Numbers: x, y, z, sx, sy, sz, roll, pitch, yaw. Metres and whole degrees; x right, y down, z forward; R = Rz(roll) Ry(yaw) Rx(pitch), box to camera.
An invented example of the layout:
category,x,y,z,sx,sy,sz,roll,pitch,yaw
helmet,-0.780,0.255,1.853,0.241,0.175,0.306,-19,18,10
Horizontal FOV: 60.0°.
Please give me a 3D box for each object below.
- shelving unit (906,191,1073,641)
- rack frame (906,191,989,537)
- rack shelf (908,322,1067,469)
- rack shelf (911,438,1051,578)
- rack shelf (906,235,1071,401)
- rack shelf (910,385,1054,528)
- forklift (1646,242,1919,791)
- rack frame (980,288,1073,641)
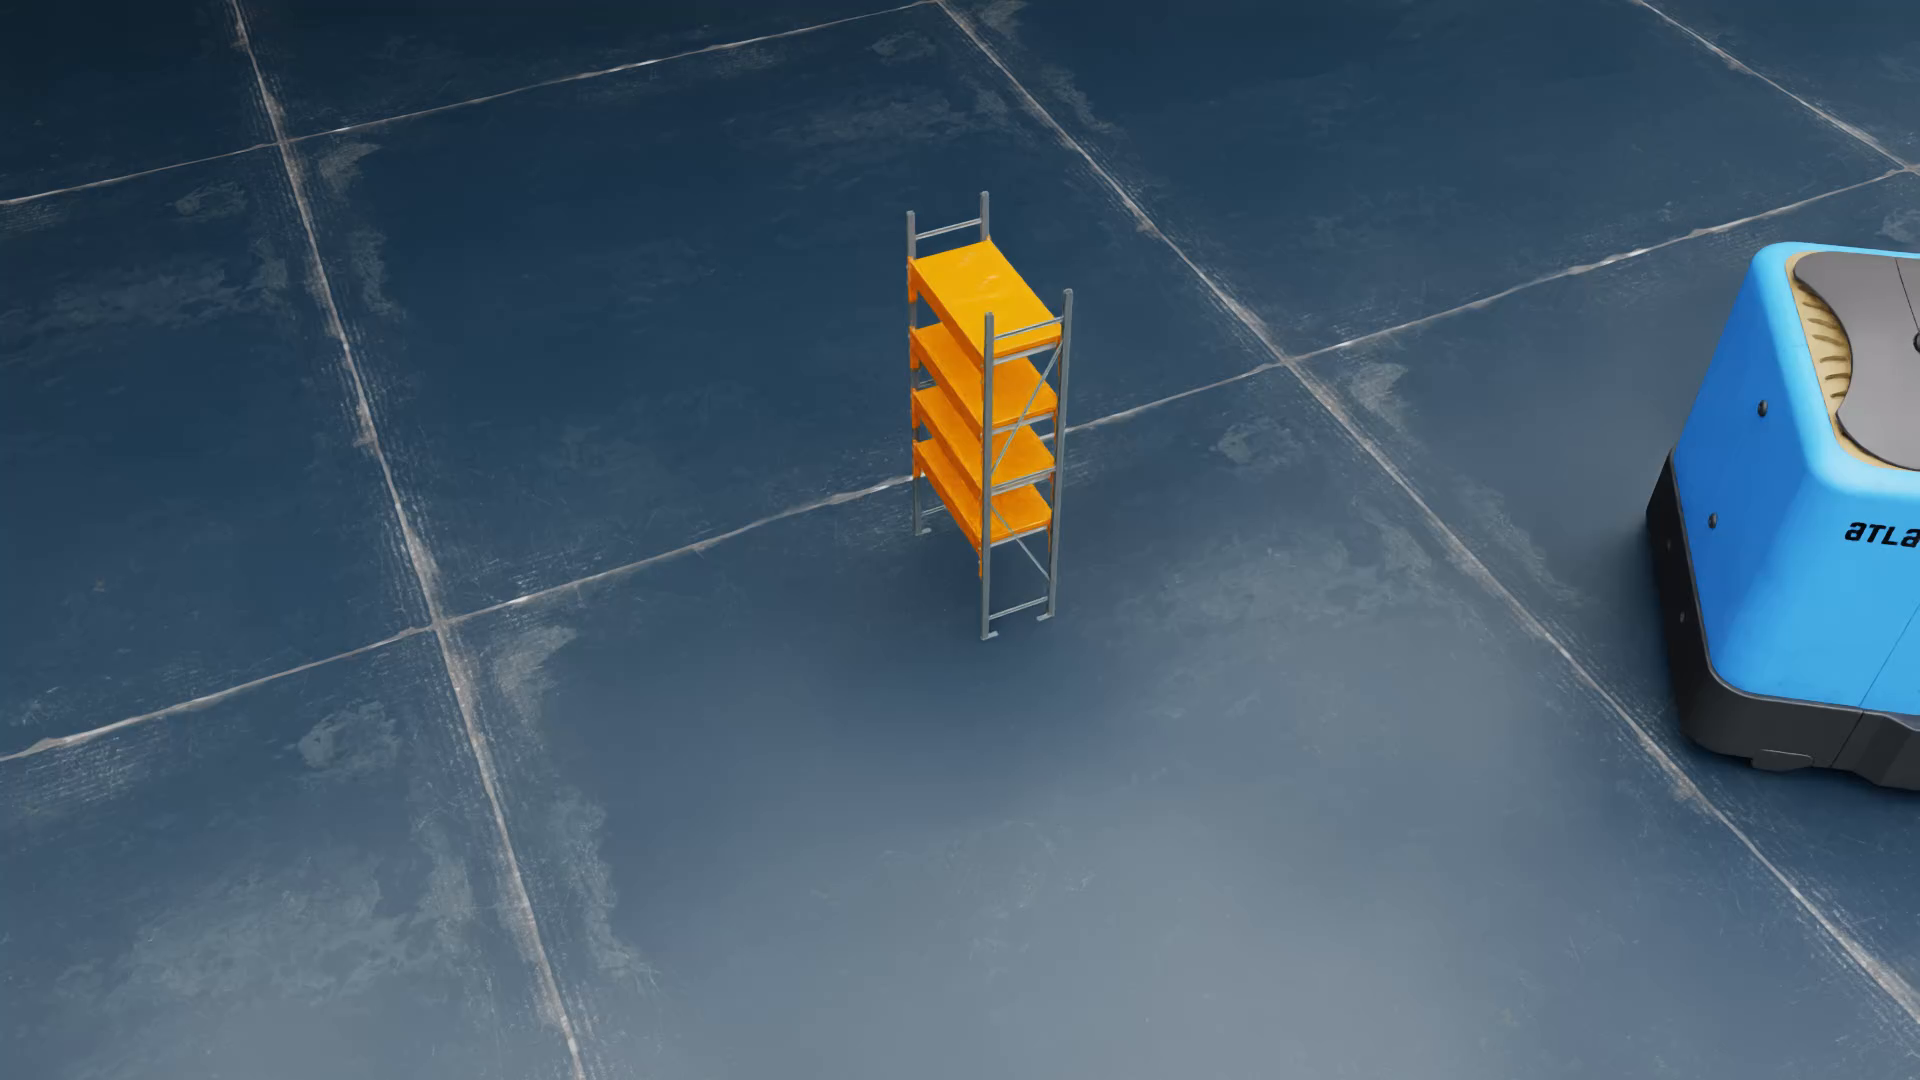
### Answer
category,x,y,z,sx,sy,sz,roll,pitch,yaw
shelving unit,0.070,-0.322,4.722,0.258,1.200,0.503,-18,47,-17
rack frame,-0.033,-0.477,4.879,0.240,1.200,0.015,-18,47,-17
rack shelf,0.070,-0.433,4.612,0.258,0.148,0.480,-18,47,-17
rack shelf,0.070,-0.132,4.908,0.258,0.148,0.480,-18,47,-17
rack shelf,0.070,-0.601,4.446,0.258,0.148,0.480,-18,47,-17
rack shelf,0.070,-0.274,4.769,0.258,0.148,0.480,-18,47,-17
forklift,3.573,-0.593,3.764,3.031,2.935,1.130,7,45,7
rack frame,0.172,-0.166,4.564,0.240,1.200,0.015,-18,47,-17
